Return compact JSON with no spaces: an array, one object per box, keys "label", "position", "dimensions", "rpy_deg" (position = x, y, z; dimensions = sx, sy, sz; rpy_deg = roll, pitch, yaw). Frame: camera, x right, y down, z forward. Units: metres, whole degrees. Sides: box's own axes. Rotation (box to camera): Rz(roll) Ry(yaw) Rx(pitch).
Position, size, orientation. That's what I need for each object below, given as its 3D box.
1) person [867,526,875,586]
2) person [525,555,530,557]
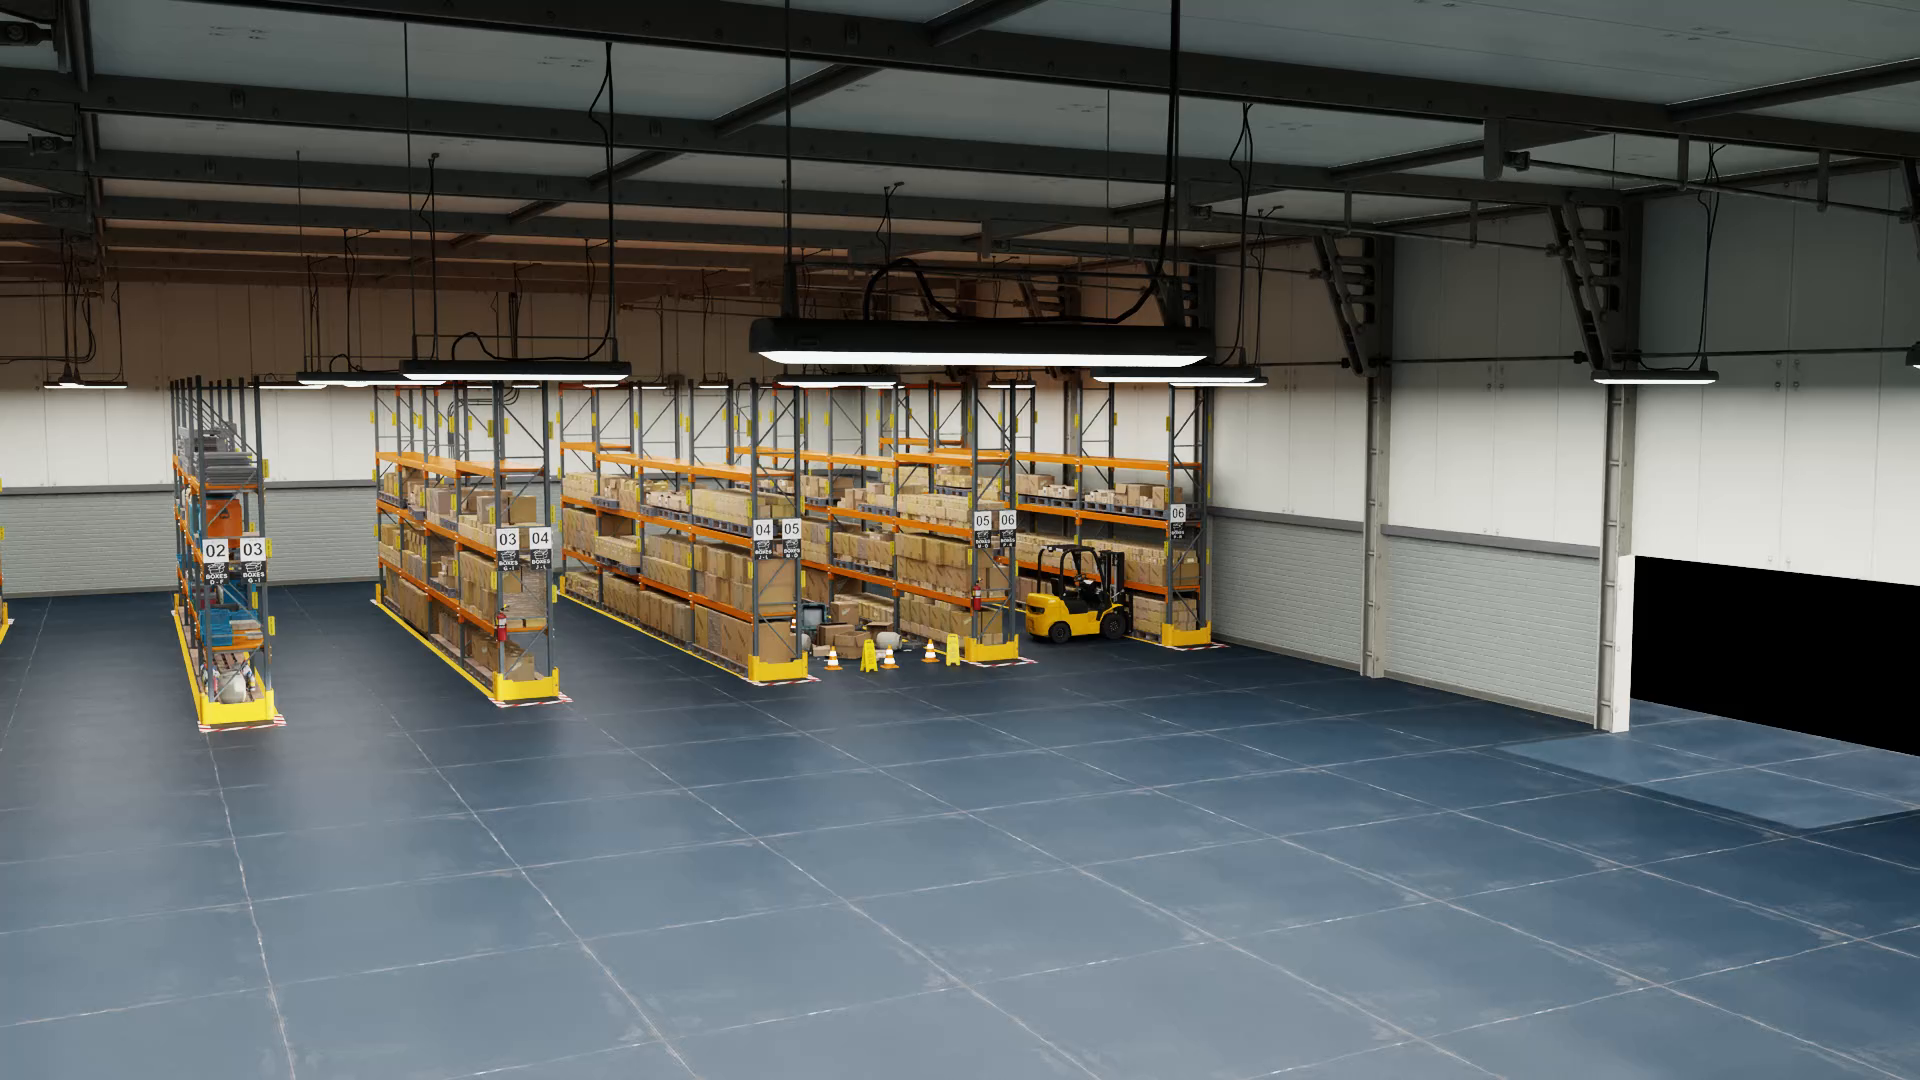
[{"label":"person","position":[-2.535,0.448,47.035],"dimensions":[0.614,1.679,0.867],"rpy_deg":[-4,6,-35]},{"label":"person","position":[-12.380,0.670,47.128],"dimensions":[0.708,1.714,0.597],"rpy_deg":[2,5,19]}]
